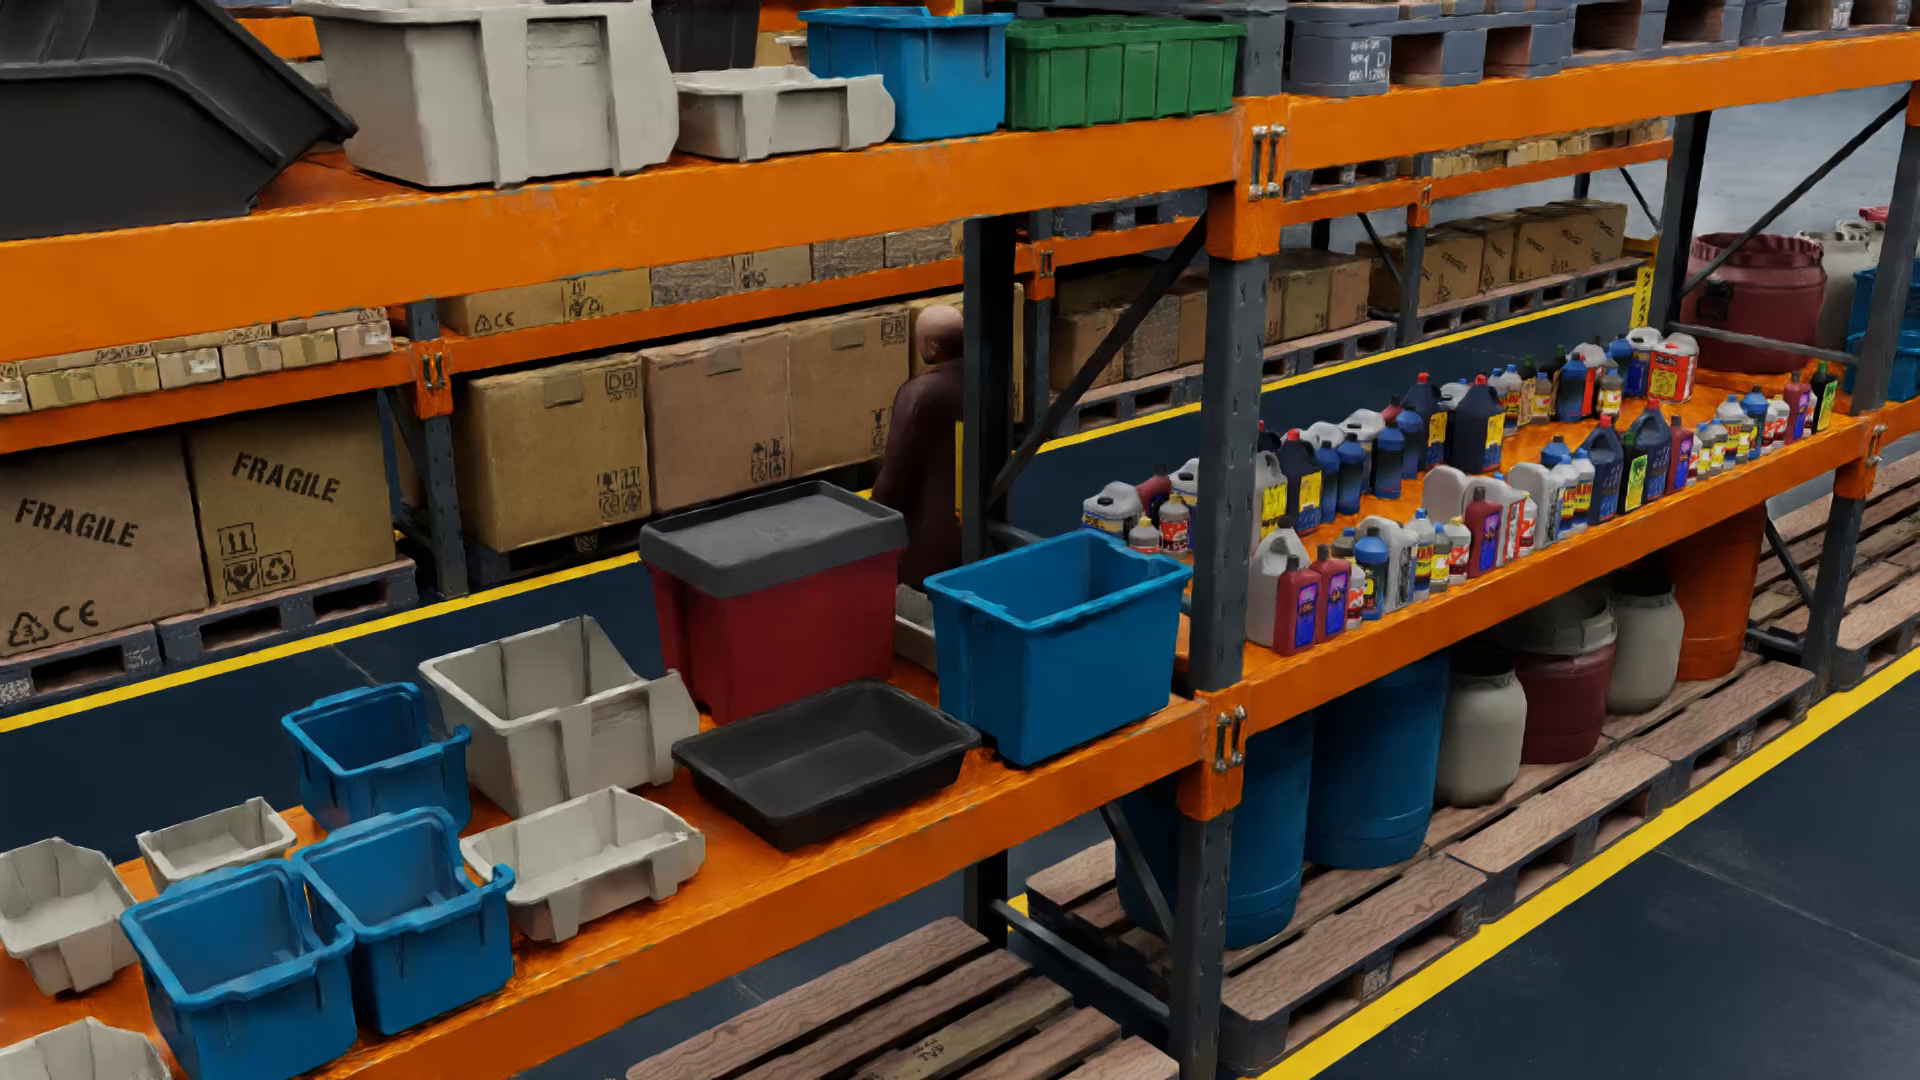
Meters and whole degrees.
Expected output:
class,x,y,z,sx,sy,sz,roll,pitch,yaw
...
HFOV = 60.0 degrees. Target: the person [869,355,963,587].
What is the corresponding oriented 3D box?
class,x,y,z,sx,sy,sz,roll,pitch,yaw
person,-0.096,-0.281,6.606,0.677,0.929,0.336,-15,25,-34
